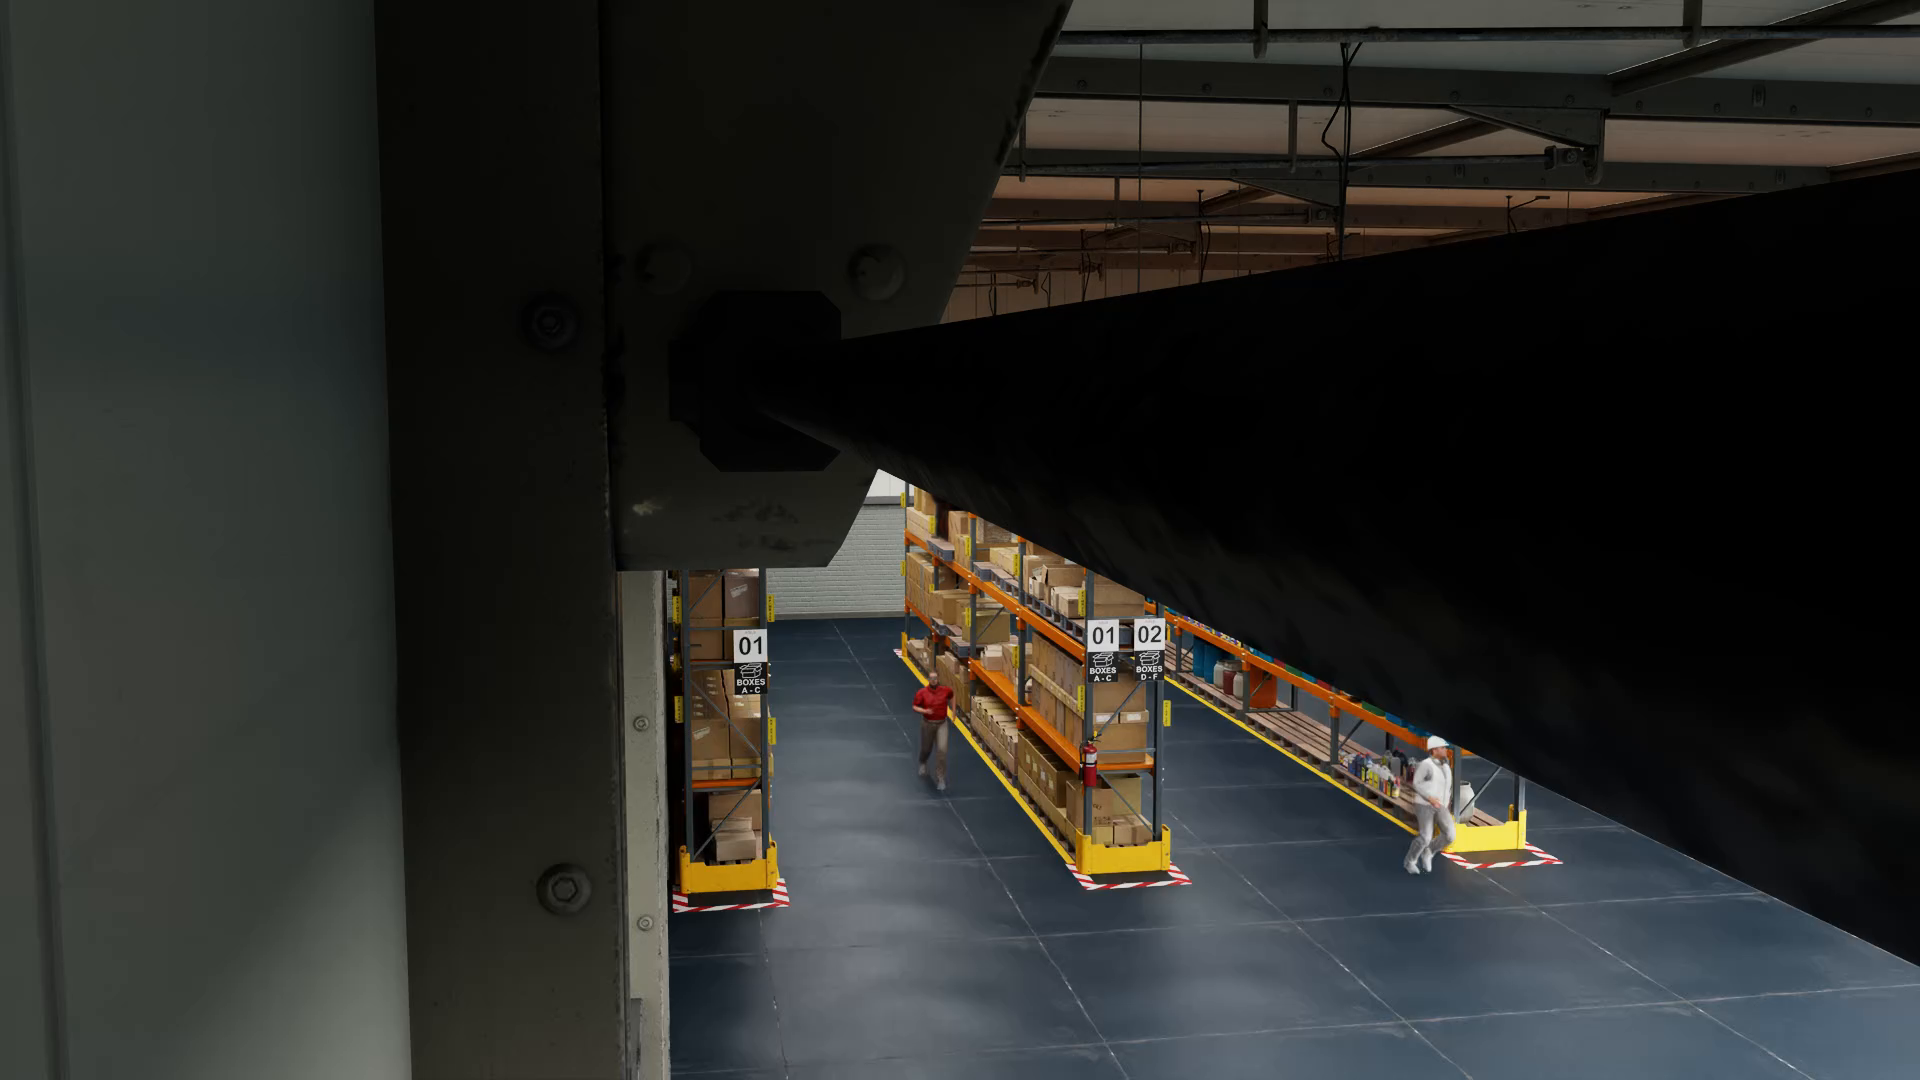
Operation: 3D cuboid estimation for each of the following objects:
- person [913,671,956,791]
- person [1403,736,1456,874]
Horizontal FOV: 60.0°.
[{"bbox_3d":[-0.391,2.853,25.337,0.671,1.769,0.964,-1,6,-5],"label":"person"},{"bbox_3d":[5.966,3.315,20.834,0.715,1.720,0.584,-4,7,-32],"label":"person"}]
